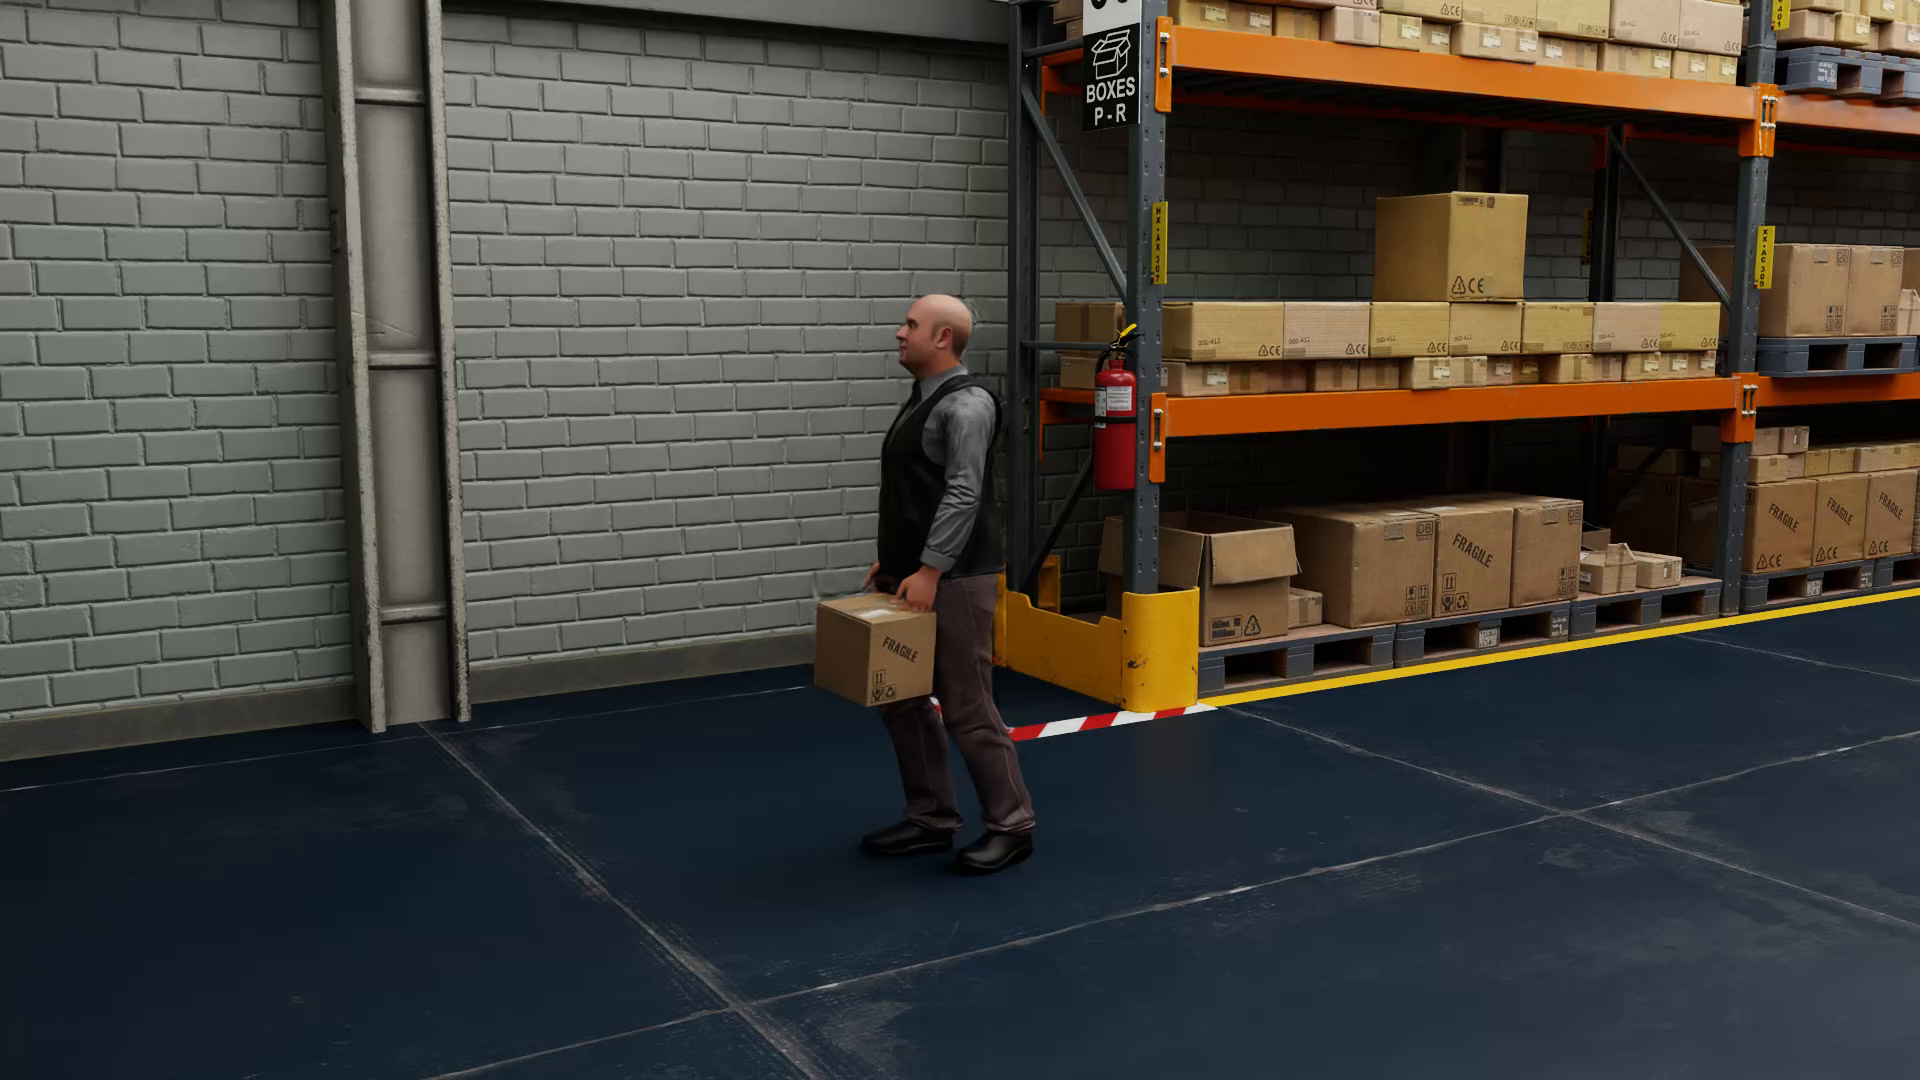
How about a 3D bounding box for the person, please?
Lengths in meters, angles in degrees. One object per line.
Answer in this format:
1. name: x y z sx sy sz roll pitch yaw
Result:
1. person: -0.036 0.125 5.033 0.509 1.721 0.548 -3 9 -19
